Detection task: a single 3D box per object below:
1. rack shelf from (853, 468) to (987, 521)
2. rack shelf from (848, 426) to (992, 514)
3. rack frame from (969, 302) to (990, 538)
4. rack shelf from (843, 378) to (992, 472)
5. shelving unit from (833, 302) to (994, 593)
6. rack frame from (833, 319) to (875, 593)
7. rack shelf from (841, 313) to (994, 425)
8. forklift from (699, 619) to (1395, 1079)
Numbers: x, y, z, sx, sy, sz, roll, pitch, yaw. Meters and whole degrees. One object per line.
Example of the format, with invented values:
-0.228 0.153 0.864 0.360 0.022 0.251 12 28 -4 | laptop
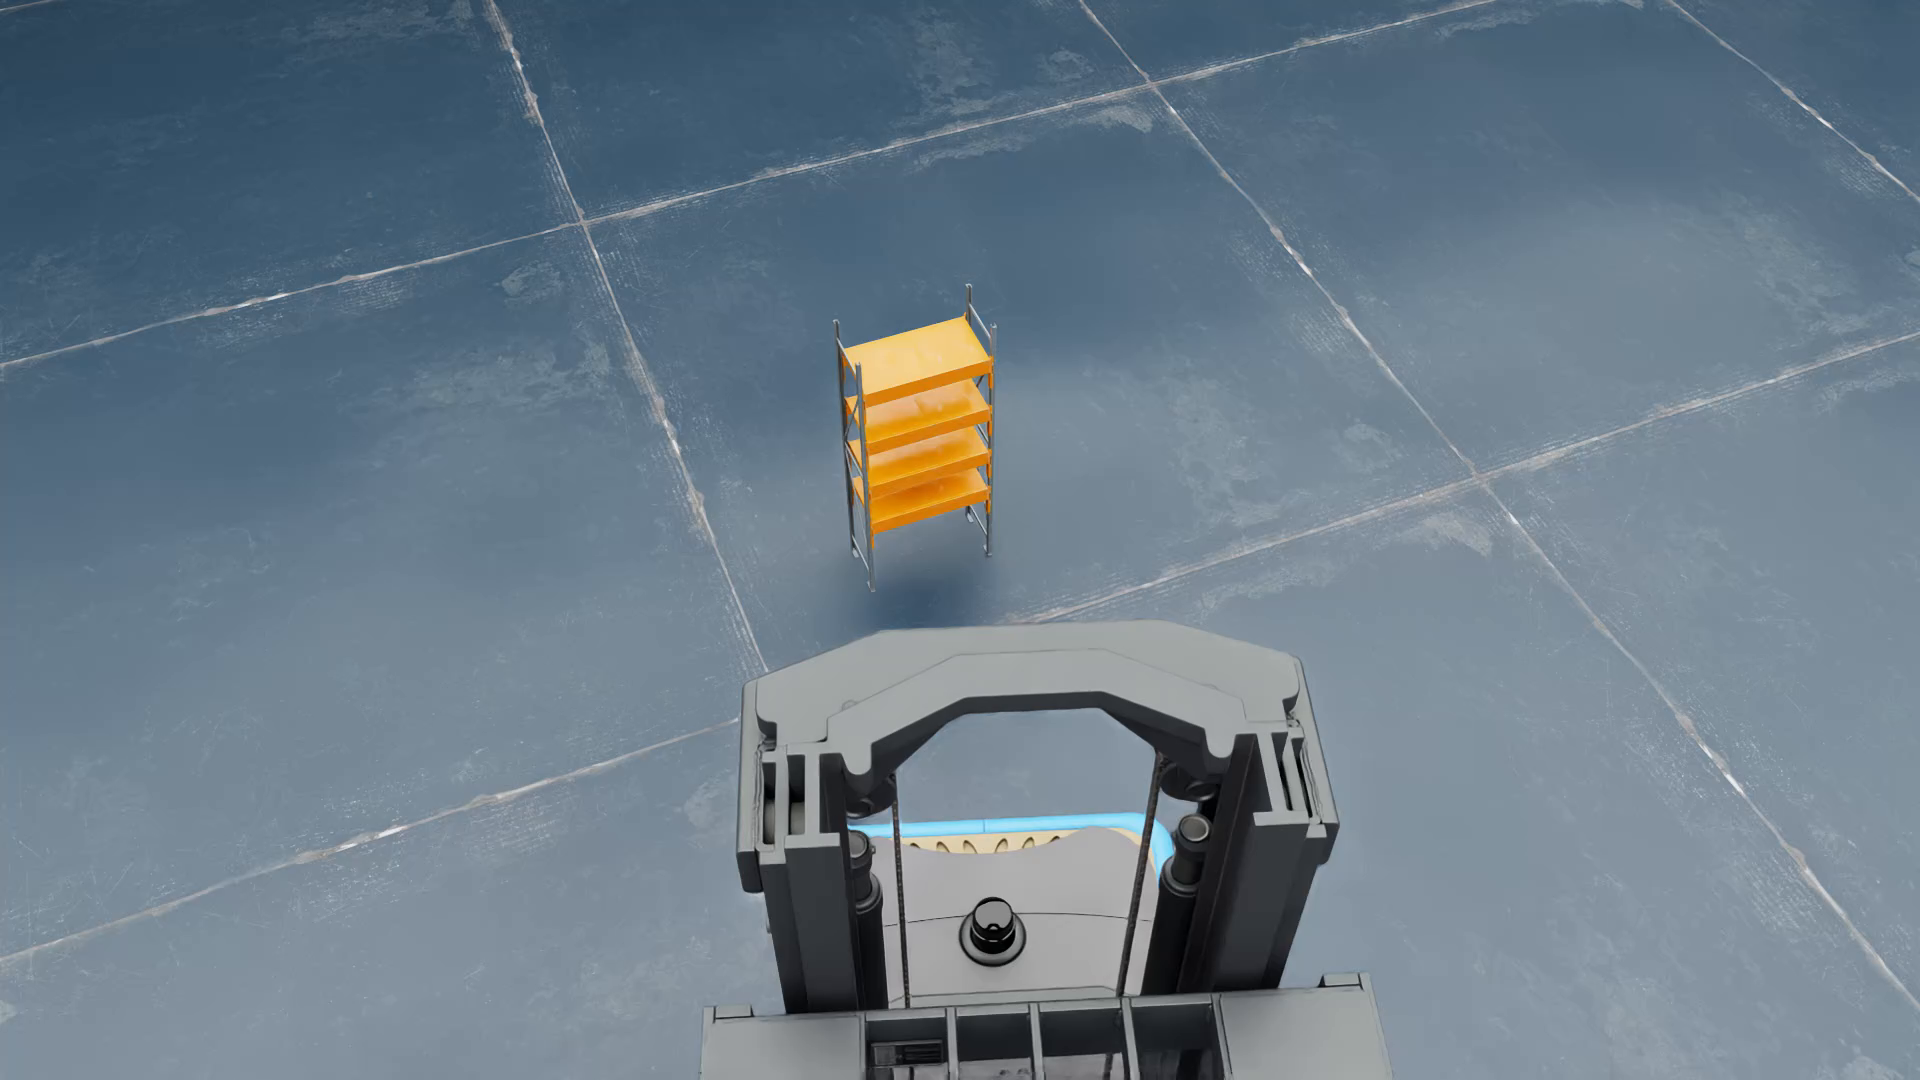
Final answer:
-0.153 -0.205 6.256 0.457 0.021 0.221 -17 52 -14 | rack shelf
-0.153 -0.300 6.146 0.480 0.148 0.258 -17 52 -14 | rack shelf
0.072 -0.414 6.155 0.006 1.046 0.228 -17 52 -14 | rack frame
-0.153 -0.445 5.976 0.480 0.148 0.258 -17 52 -14 | rack shelf
-0.155 -0.343 6.094 0.499 1.200 0.258 -17 52 -14 | shelving unit
-0.379 -0.273 6.035 0.015 1.200 0.240 -17 52 -14 | rack frame
-0.153 -0.599 5.797 0.480 0.148 0.258 -17 52 -14 | rack shelf
0.140 1.626 3.262 1.121 2.935 3.031 -2 49 -2 | forklift
